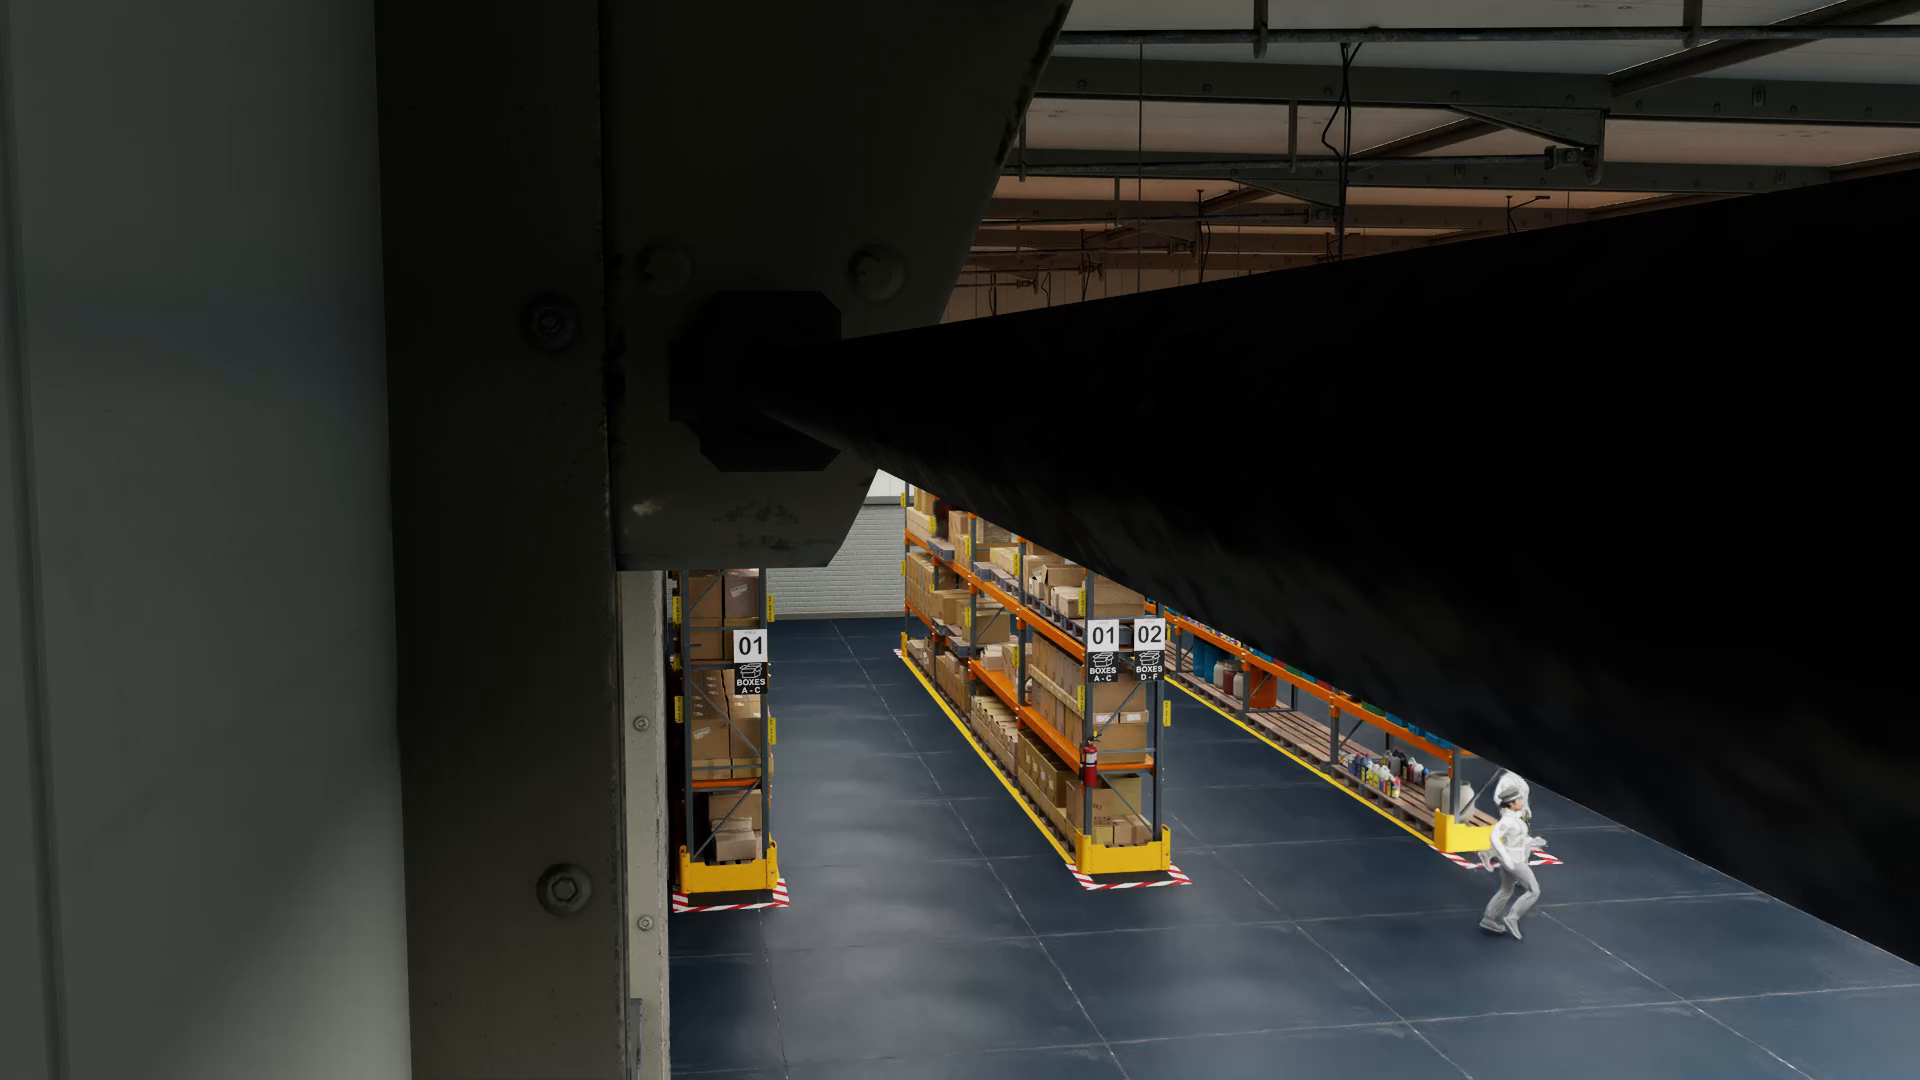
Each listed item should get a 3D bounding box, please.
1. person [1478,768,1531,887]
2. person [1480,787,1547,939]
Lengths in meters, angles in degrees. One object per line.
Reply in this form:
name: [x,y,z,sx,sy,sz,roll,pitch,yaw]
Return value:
person: [6.740,3.402,20.450,0.713,1.693,0.665,3,7,30]
person: [6.159,3.577,18.467,0.668,1.697,0.583,1,6,14]
